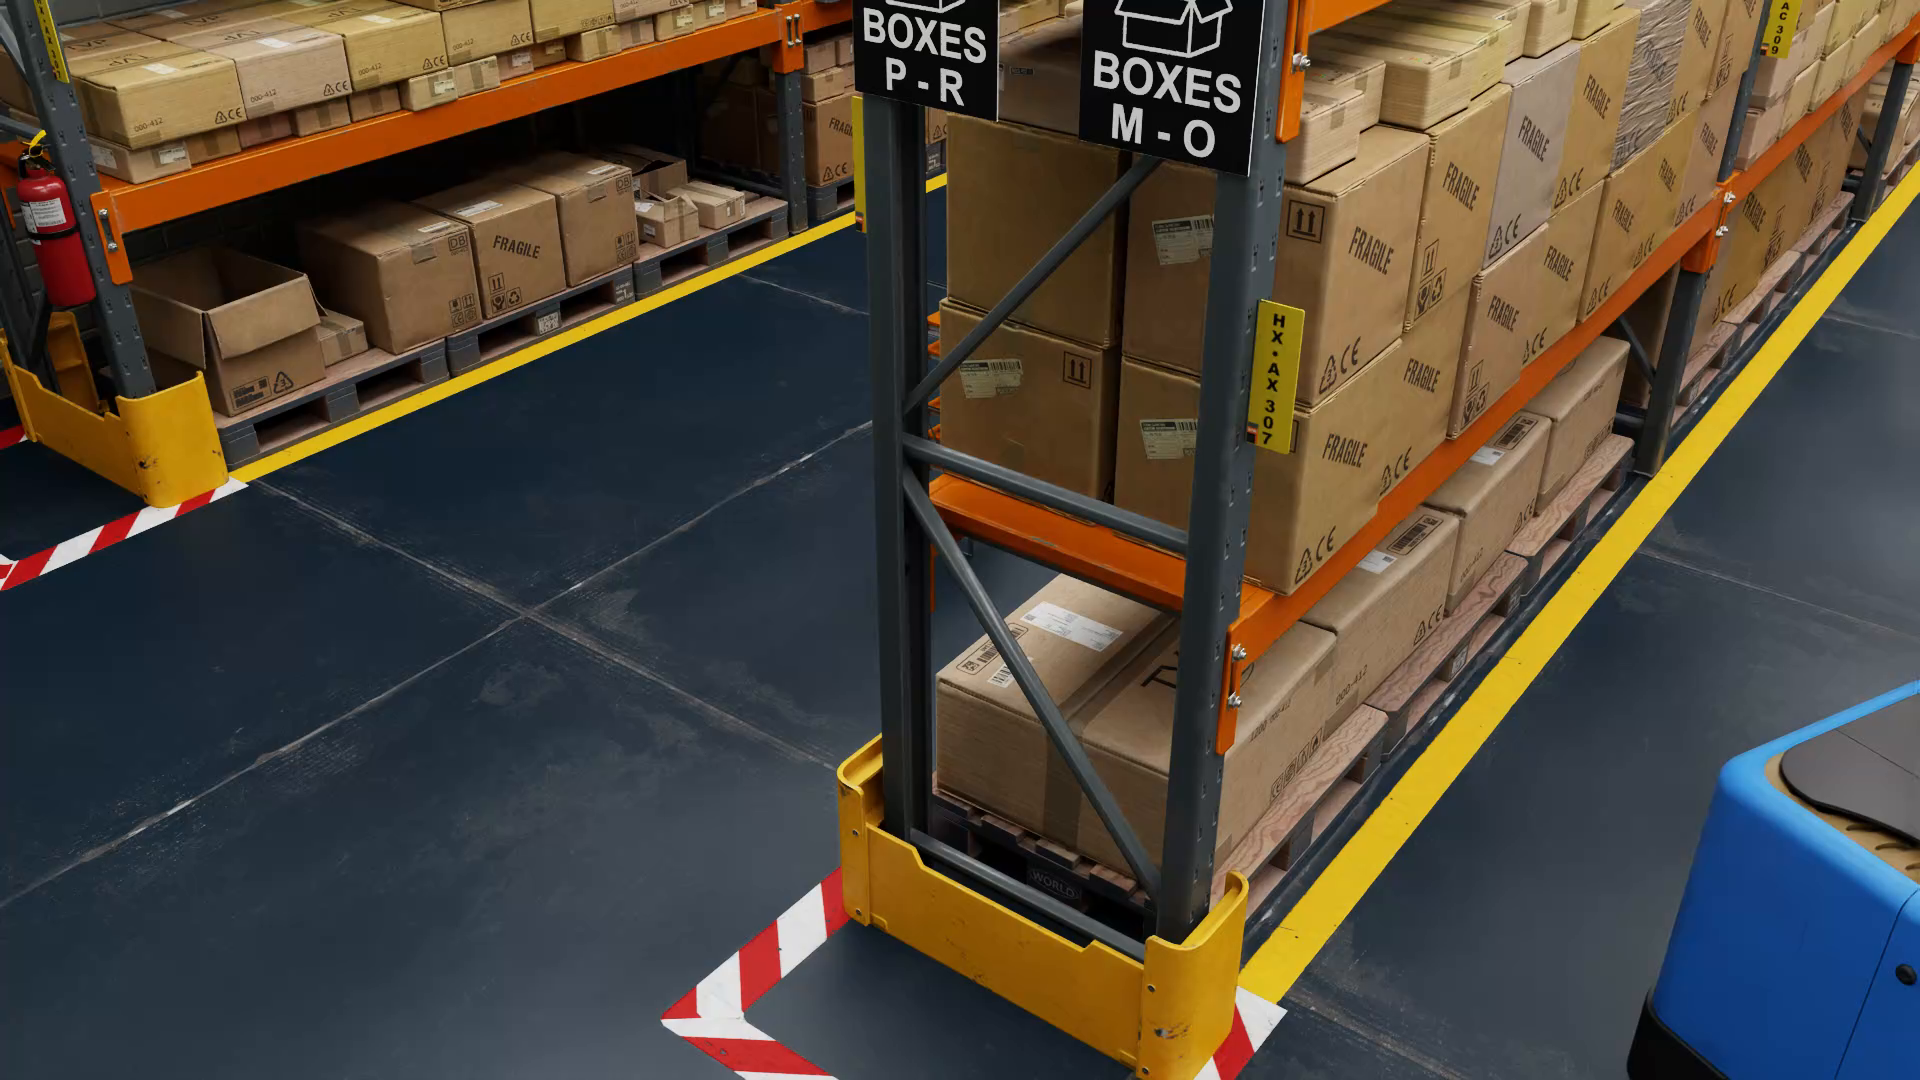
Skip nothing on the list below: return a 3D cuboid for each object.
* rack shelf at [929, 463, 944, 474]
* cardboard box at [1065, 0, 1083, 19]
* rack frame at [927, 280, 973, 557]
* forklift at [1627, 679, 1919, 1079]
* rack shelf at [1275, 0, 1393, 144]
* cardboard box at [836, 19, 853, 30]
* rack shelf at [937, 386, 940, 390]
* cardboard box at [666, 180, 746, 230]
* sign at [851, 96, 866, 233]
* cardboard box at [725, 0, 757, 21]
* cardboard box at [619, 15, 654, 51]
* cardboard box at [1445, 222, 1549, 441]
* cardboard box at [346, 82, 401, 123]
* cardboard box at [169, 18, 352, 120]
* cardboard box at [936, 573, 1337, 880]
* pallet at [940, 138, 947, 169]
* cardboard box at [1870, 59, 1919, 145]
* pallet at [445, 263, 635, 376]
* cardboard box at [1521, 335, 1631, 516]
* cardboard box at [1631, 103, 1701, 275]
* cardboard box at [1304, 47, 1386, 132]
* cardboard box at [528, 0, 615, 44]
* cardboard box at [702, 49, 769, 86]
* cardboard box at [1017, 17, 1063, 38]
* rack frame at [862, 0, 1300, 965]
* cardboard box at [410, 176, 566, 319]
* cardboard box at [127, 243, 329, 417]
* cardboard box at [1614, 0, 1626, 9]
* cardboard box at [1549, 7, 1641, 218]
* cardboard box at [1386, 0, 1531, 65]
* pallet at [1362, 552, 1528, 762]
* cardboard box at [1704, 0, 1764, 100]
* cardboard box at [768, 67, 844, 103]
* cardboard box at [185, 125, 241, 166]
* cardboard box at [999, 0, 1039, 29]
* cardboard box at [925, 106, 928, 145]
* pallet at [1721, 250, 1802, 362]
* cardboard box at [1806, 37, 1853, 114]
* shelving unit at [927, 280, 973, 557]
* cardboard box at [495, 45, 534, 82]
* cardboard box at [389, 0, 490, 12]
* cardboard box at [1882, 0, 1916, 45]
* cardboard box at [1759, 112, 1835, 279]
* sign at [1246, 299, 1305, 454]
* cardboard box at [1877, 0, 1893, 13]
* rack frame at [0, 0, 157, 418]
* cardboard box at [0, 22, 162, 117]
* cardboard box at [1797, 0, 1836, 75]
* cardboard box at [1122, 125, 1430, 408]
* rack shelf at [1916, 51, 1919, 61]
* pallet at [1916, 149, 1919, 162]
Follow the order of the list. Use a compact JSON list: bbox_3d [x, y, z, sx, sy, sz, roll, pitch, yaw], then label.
[{"bbox_3d":[0.009,-0.277,6.599,0.258,0.103,0.180,21,37,31],"label":"rack shelf"},{"bbox_3d":[0.493,-1.303,4.292,0.380,0.149,0.250,21,36,31],"label":"cardboard box"},{"bbox_3d":[-0.047,-0.485,6.391,0.240,1.200,0.006,21,37,31],"label":"rack frame"},{"bbox_3d":[3.266,0.033,3.819,3.031,2.935,1.130,-15,34,-24],"label":"forklift"},{"bbox_3d":[1.420,-1.896,4.770,1.077,0.370,4.000,21,37,31],"label":"rack shelf"},{"bbox_3d":[-0.703,-3.294,10.770,0.380,0.149,0.250,22,37,33],"label":"cardboard box"},{"bbox_3d":[0.009,-0.587,6.416,0.258,0.103,0.180,21,37,31],"label":"rack shelf"},{"bbox_3d":[-1.434,-1.891,9.384,0.380,0.149,0.250,20,36,30],"label":"cardboard box"},{"bbox_3d":[-0.211,-0.875,3.916,0.100,0.325,0.005,21,37,31],"label":"sign"},{"bbox_3d":[-1.323,-2.939,9.013,0.380,0.149,0.250,22,37,32],"label":"cardboard box"},{"bbox_3d":[-1.781,-2.615,8.466,0.380,0.149,0.250,22,37,33],"label":"cardboard box"},{"bbox_3d":[1.336,-0.667,4.836,0.500,0.500,0.500,21,37,31],"label":"cardboard box"},{"bbox_3d":[-2.725,-1.998,7.426,0.380,0.149,0.250,22,37,32],"label":"cardboard box"},{"bbox_3d":[-2.954,-1.998,7.035,0.500,0.250,0.500,22,37,32],"label":"cardboard box"},{"bbox_3d":[0.532,0.520,5.031,0.875,0.438,0.875,20,36,30],"label":"cardboard box"},{"bbox_3d":[-0.135,-2.895,11.427,1.003,0.211,1.213,21,37,31],"label":"pallet"},{"bbox_3d":[5.830,-2.933,10.922,0.950,0.372,0.625,20,36,30],"label":"cardboard box"},{"bbox_3d":[-2.483,-1.277,8.699,1.003,0.211,1.213,21,37,31],"label":"pallet"},{"bbox_3d":[2.163,-0.584,6.895,0.875,0.438,0.875,21,36,31],"label":"cardboard box"},{"bbox_3d":[2.245,-1.293,5.891,0.500,0.500,0.500,20,36,30],"label":"cardboard box"},{"bbox_3d":[0.749,-1.042,3.851,0.380,0.149,0.250,22,37,32],"label":"cardboard box"},{"bbox_3d":[-2.047,-2.629,8.099,0.500,0.250,0.500,21,36,31],"label":"cardboard box"},{"bbox_3d":[-1.340,-2.877,10.066,0.380,0.149,0.250,20,36,29],"label":"cardboard box"},{"bbox_3d":[0.374,-3.333,11.472,0.500,0.500,0.500,23,38,33],"label":"cardboard box"},{"bbox_3d":[0.213,-0.102,3.980,1.000,3.000,0.127,21,37,31],"label":"rack frame"},{"bbox_3d":[-2.356,-1.473,8.332,0.500,0.500,0.500,22,37,32],"label":"cardboard box"},{"bbox_3d":[-3.302,-0.954,7.455,0.797,0.503,0.637,20,36,29],"label":"cardboard box"},{"bbox_3d":[1.737,-1.652,4.881,0.380,0.149,0.250,21,37,31],"label":"cardboard box"},{"bbox_3d":[1.641,-1.310,4.939,0.500,0.500,0.500,21,37,31],"label":"cardboard box"},{"bbox_3d":[1.259,-1.348,4.367,0.380,0.149,0.250,22,37,32],"label":"cardboard box"},{"bbox_3d":[1.370,0.255,6.113,1.003,0.211,1.213,21,37,31],"label":"pallet"},{"bbox_3d":[2.563,-1.924,5.976,0.500,0.500,0.500,21,36,31],"label":"cardboard box"},{"bbox_3d":[-0.903,-2.702,9.771,0.380,0.149,0.250,23,38,33],"label":"cardboard box"},{"bbox_3d":[-3.213,-1.687,6.901,0.380,0.149,0.250,22,37,32],"label":"cardboard box"},{"bbox_3d":[0.306,-3.577,11.247,0.380,0.149,0.250,21,36,31],"label":"cardboard box"},{"bbox_3d":[-0.547,-2.706,10.414,0.500,0.500,0.500,21,36,31],"label":"cardboard box"},{"bbox_3d":[3.769,-1.363,8.843,1.003,0.211,1.213,21,37,31],"label":"pallet"},{"bbox_3d":[3.737,-2.175,7.625,0.500,0.250,0.500,21,36,31],"label":"cardboard box"},{"bbox_3d":[0.009,-0.522,6.454,0.258,1.200,0.189,21,37,31],"label":"shelving unit"},{"bbox_3d":[-2.269,-2.317,7.964,0.380,0.149,0.250,21,37,31],"label":"cardboard box"},{"bbox_3d":[-2.353,-2.726,7.527,0.500,0.500,0.500,22,37,32],"label":"cardboard box"},{"bbox_3d":[4.648,-2.791,8.665,0.500,0.250,0.500,22,37,32],"label":"cardboard box"},{"bbox_3d":[4.017,-2.004,8.861,0.875,0.875,0.875,22,37,32],"label":"cardboard box"},{"bbox_3d":[0.652,-0.335,3.447,0.100,0.325,0.005,21,37,31],"label":"sign"},{"bbox_3d":[4.353,-2.805,8.198,0.500,0.250,0.500,20,36,30],"label":"cardboard box"},{"bbox_3d":[-3.747,-1.628,6.555,1.000,3.000,0.127,21,37,31],"label":"rack frame"},{"bbox_3d":[-3.680,-1.960,6.971,0.500,0.250,0.500,22,37,33],"label":"cardboard box"},{"bbox_3d":[3.410,-2.191,7.162,0.500,0.250,0.500,22,37,32],"label":"cardboard box"},{"bbox_3d":[0.730,-0.683,3.881,0.500,0.500,0.500,20,36,30],"label":"cardboard box"},{"bbox_3d":[6.249,-3.857,11.022,1.077,0.370,4.000,21,37,31],"label":"rack shelf"},{"bbox_3d":[6.252,-2.965,11.546,1.003,0.211,1.213,21,37,31],"label":"pallet"}]
